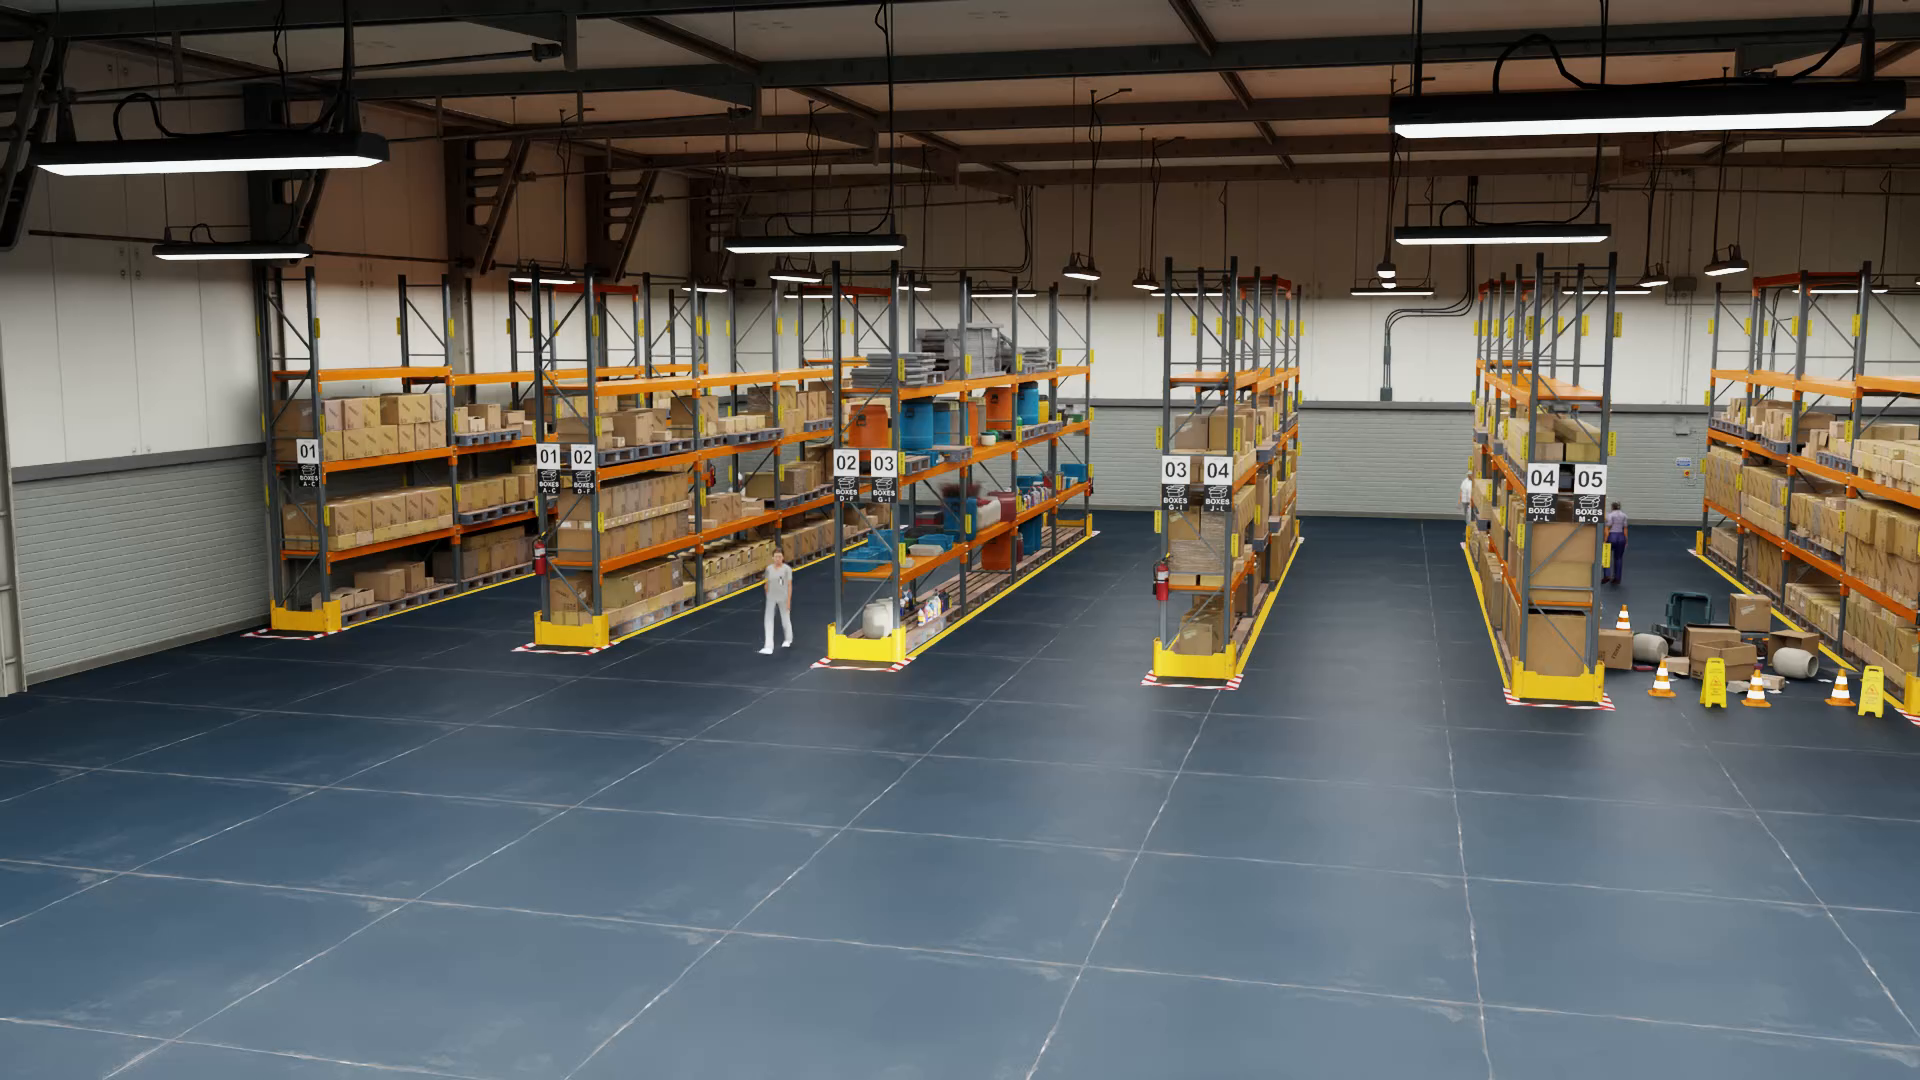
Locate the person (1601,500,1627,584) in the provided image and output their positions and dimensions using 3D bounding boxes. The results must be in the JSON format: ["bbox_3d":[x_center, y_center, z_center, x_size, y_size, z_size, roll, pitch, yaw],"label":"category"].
[{"bbox_3d":[12.890,0.057,32.784,0.525,1.695,0.381,-1,7,-12],"label":"person"}]

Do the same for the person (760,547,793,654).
[{"bbox_3d":[-2.822,0.926,25.828,0.452,1.641,0.892,1,7,4],"label":"person"}]

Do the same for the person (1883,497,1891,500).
[{"bbox_3d":[19.203,-0.182,34.396,0.500,1.687,0.407,-4,8,-30],"label":"person"}]

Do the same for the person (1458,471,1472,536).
[{"bbox_3d":[12.428,-0.939,40.428,0.499,1.605,1.042,7,10,44],"label":"person"}]

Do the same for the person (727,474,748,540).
[{"bbox_3d":[-5.022,-0.645,37.717,0.603,1.718,1.068,1,7,12],"label":"person"}]
